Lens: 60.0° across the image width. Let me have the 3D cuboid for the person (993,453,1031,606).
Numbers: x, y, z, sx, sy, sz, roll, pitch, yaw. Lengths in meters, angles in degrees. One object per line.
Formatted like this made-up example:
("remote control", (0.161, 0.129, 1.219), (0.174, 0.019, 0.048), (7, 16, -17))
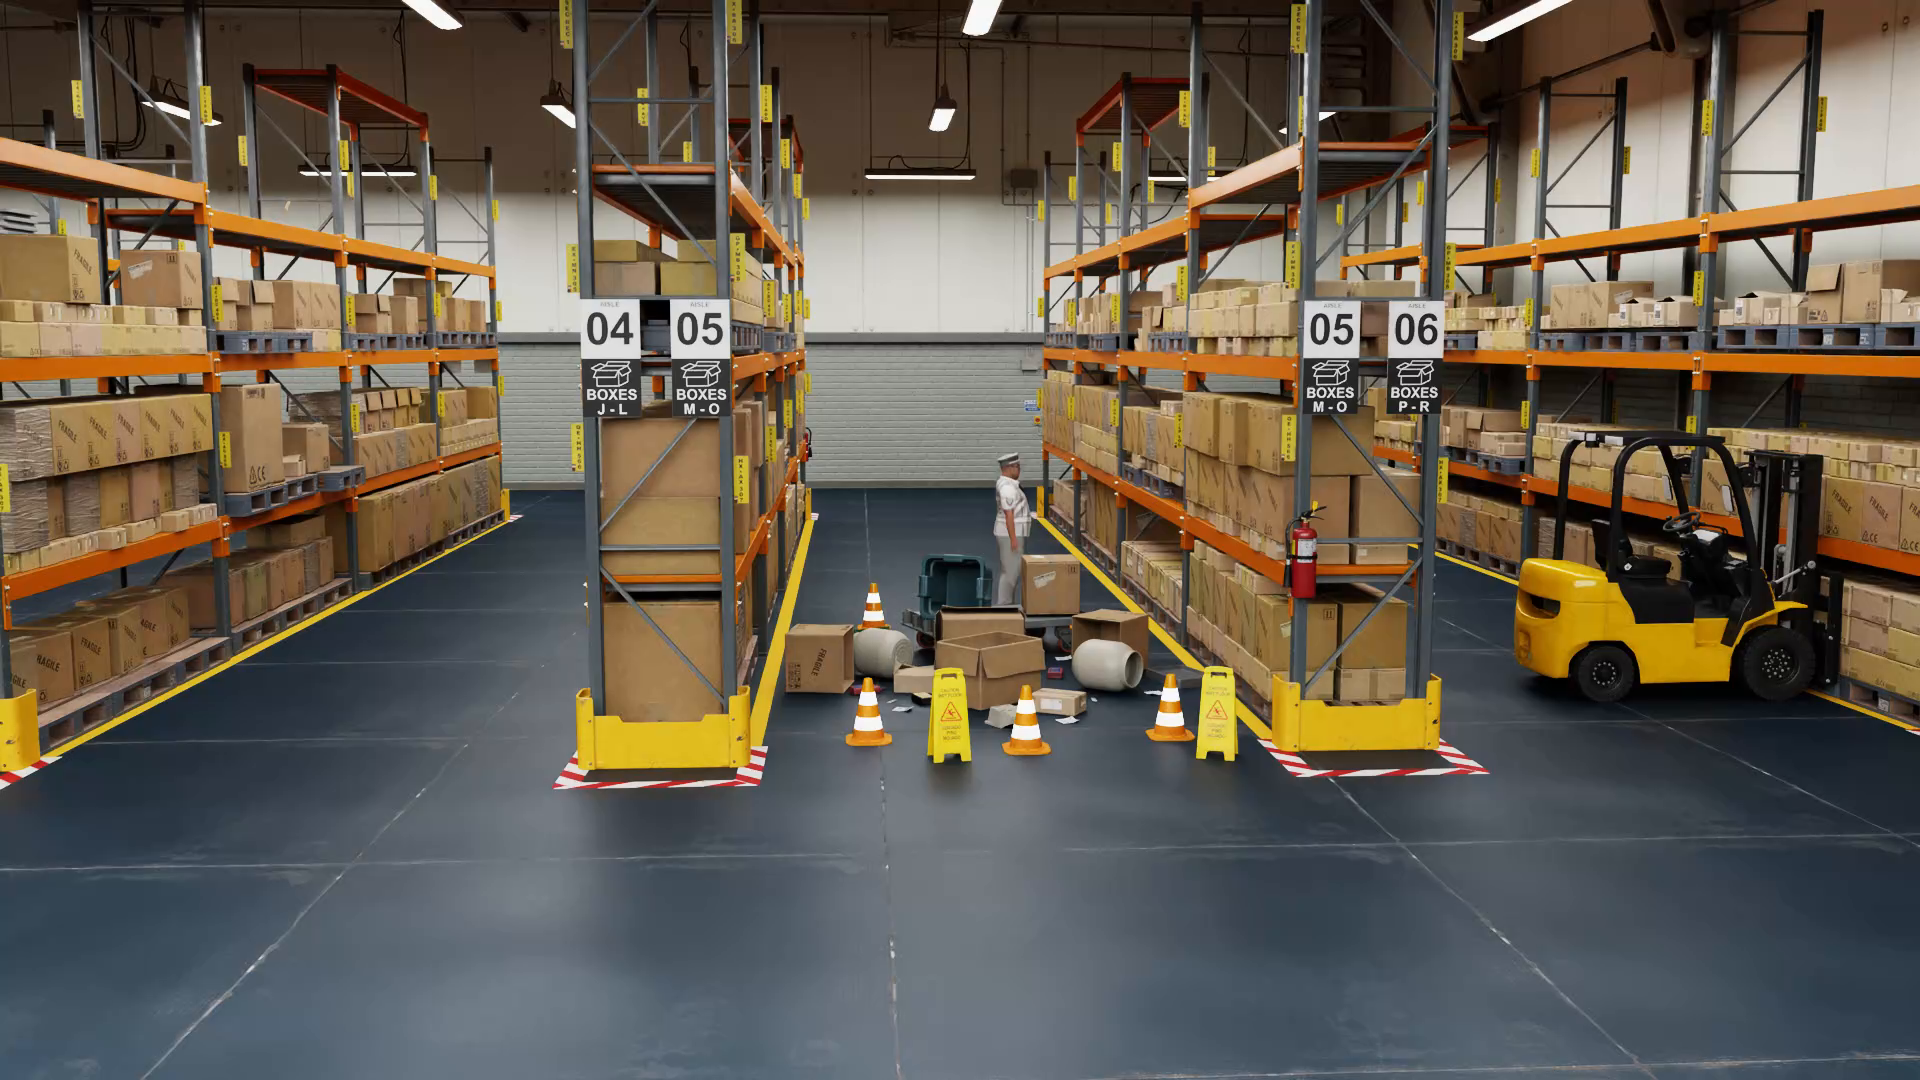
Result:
("person", (0.550, -0.018, 17.469), (0.394, 1.805, 0.542), (0, 7, -2))
